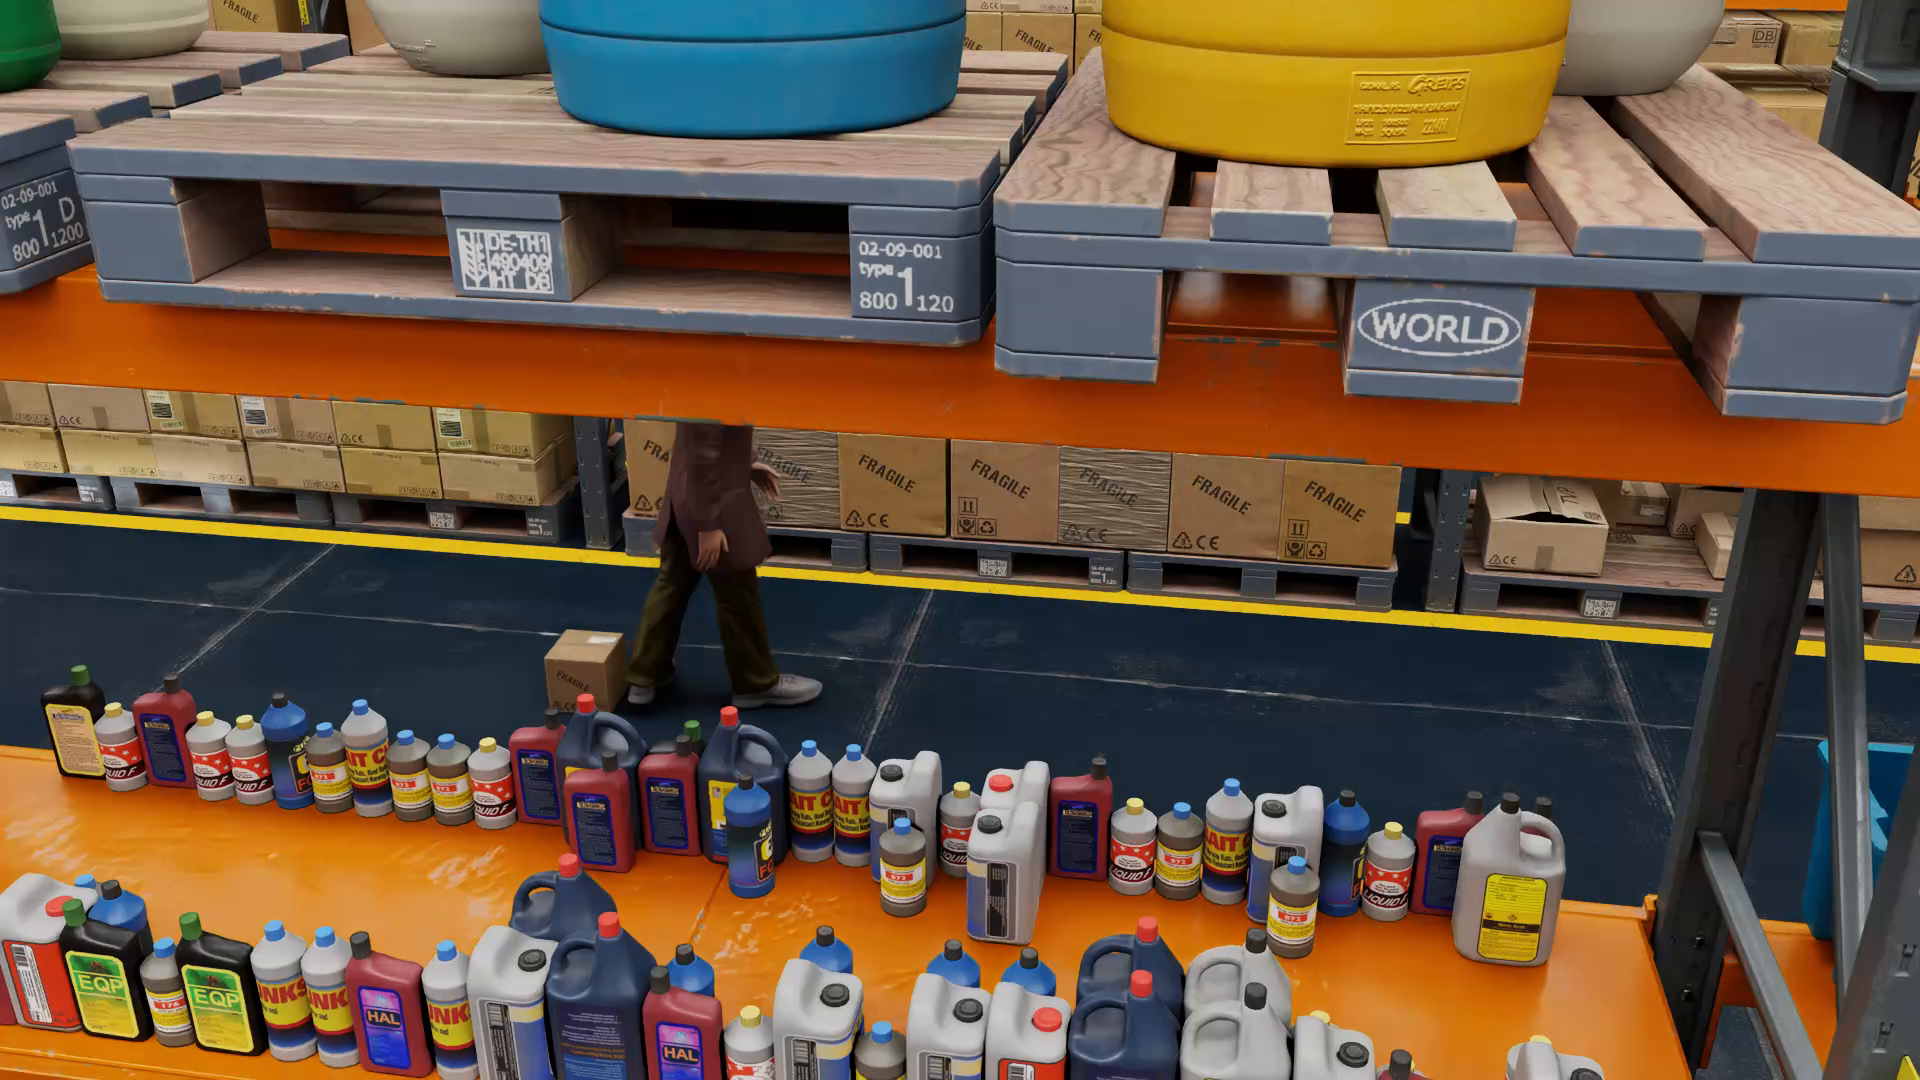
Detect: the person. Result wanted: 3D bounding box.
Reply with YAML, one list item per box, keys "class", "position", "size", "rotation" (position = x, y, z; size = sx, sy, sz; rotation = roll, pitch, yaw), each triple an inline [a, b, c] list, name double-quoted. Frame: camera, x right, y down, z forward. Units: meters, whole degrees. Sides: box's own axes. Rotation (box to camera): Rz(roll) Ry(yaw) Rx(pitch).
- class: "person"
  position: [-0.968, -0.149, 6.436]
  size: [0.777, 1.770, 0.599]
  rotation: [-8, 26, -18]
